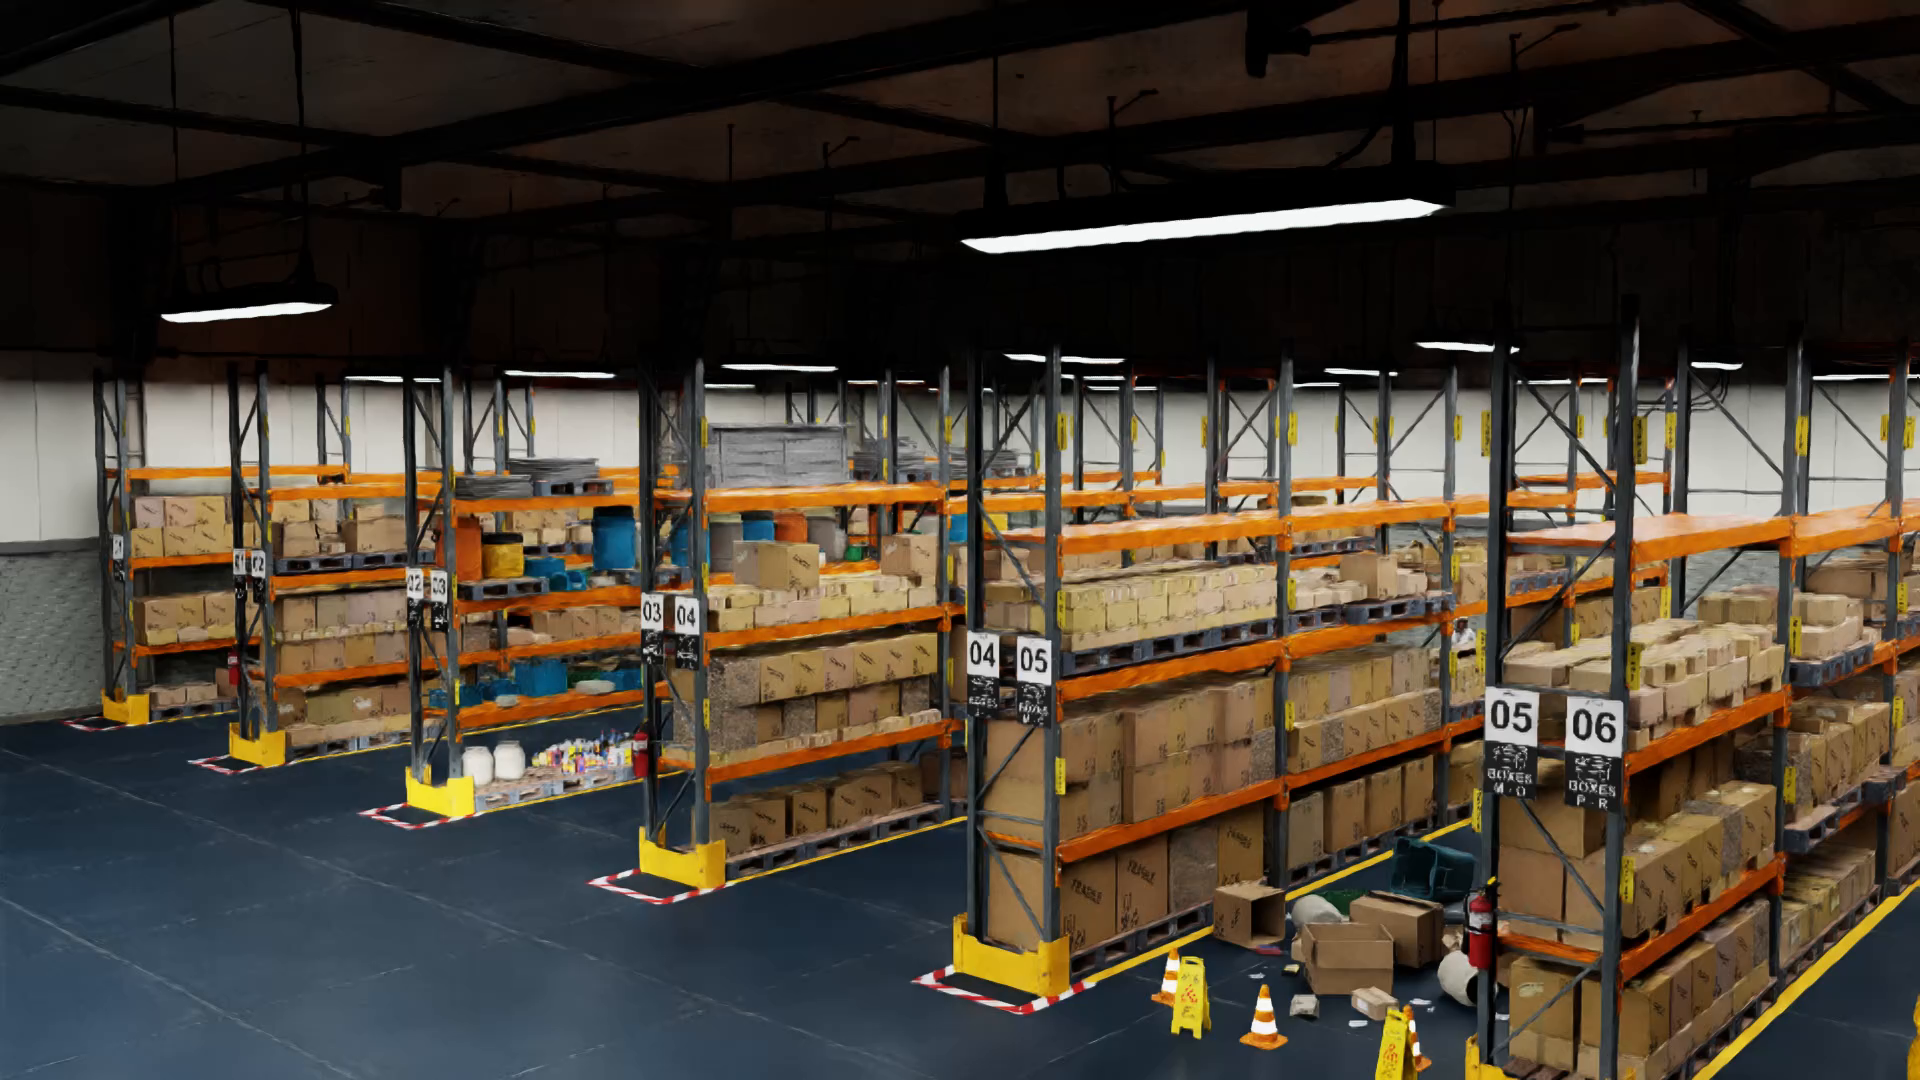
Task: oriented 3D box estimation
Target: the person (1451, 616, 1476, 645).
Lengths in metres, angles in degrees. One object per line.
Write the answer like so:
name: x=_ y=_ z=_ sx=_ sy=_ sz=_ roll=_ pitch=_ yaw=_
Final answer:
person: x=8.930 y=2.136 z=29.492 sx=0.555 sy=1.725 sz=1.029 roll=4 pitch=6 yaw=40
